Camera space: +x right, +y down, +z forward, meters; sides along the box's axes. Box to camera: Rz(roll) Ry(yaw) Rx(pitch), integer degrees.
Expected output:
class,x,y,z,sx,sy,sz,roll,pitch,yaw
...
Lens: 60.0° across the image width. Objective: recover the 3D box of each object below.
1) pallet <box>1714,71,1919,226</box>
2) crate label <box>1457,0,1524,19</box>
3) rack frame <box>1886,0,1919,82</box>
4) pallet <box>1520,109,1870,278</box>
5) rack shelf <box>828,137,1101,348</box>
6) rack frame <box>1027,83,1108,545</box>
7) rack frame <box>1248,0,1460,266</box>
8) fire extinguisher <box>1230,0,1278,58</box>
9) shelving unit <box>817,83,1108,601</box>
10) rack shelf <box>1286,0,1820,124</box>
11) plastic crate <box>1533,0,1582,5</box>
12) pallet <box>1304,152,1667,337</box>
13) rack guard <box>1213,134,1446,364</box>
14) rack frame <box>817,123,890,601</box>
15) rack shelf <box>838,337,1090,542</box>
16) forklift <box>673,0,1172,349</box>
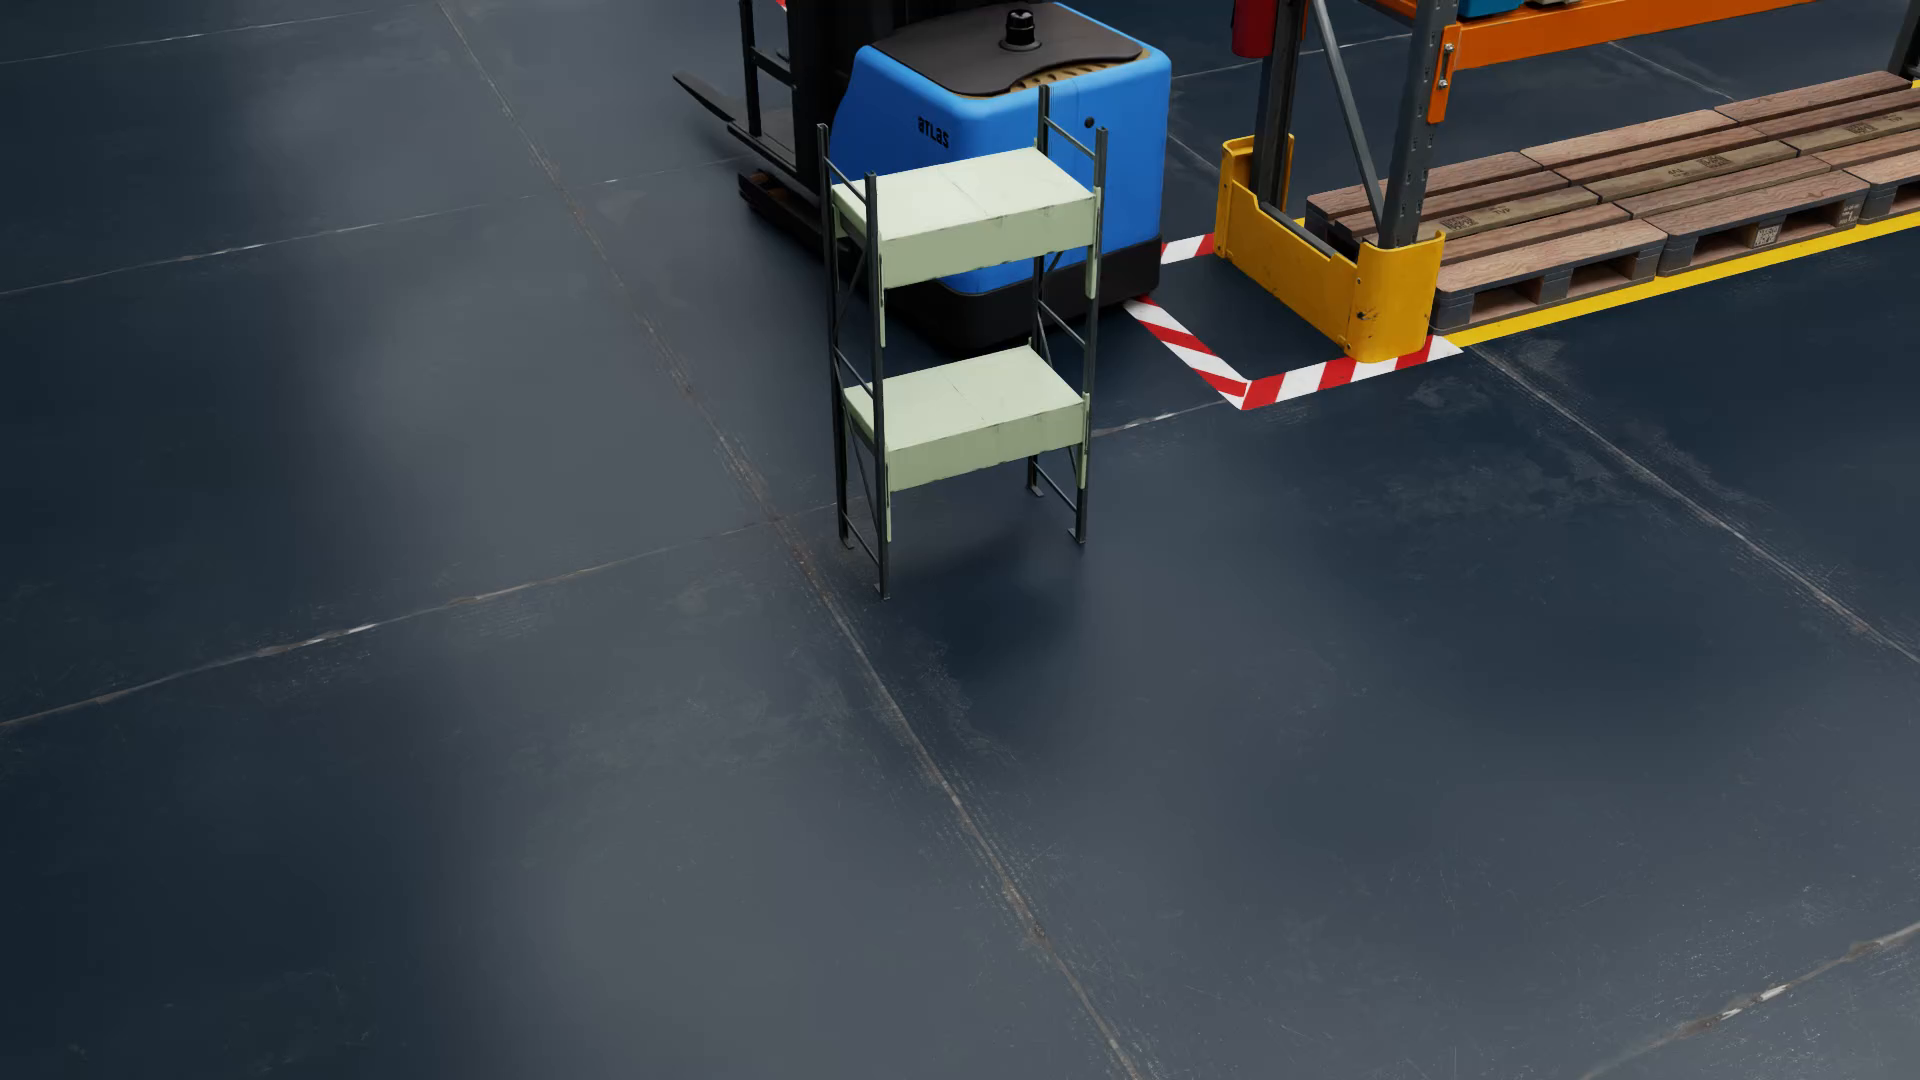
class,x,y,z,sx,sy,sz,roll,pitch,yaw
pallet,4.513,-1.961,8.216,1.213,0.211,1.003,-16,39,-20
crate label,1.904,-2.117,6.176,0.303,0.233,0.416,-16,39,-20
rack frame,5.162,-3.288,7.665,0.127,3.000,1.000,-16,39,-20
pallet,3.407,-1.649,7.797,1.213,0.211,1.003,-16,39,-20
rack shelf,0.006,-0.918,5.073,0.720,0.370,0.431,-16,39,-20
rack frame,0.337,-0.697,5.430,0.023,1.500,0.400,-16,39,-20
rack frame,1.541,-2.275,6.300,0.127,3.000,1.000,-16,39,-20
fire extinguisher,1.211,-2.301,6.713,0.183,0.674,0.296,-16,39,-20
shelving unit,0.006,-0.604,5.305,0.755,1.500,0.431,-16,39,-20
rack shelf,3.352,-2.492,7.196,4.000,0.370,1.077,-16,39,-20
plastic crate,2.230,-2.115,6.254,0.298,0.136,0.250,-16,39,-20
pallet,2.304,-1.343,7.383,1.213,0.211,1.003,-16,39,-20
rack guard,1.525,-1.258,7.027,0.348,0.500,1.175,-16,39,-20
rack frame,-0.325,-0.511,5.181,0.023,1.500,0.400,-16,39,-20
rack shelf,0.006,-0.342,5.500,0.720,0.370,0.431,-16,39,-20
forklift,-0.383,-2.785,7.045,1.130,2.935,3.031,-22,42,-26
